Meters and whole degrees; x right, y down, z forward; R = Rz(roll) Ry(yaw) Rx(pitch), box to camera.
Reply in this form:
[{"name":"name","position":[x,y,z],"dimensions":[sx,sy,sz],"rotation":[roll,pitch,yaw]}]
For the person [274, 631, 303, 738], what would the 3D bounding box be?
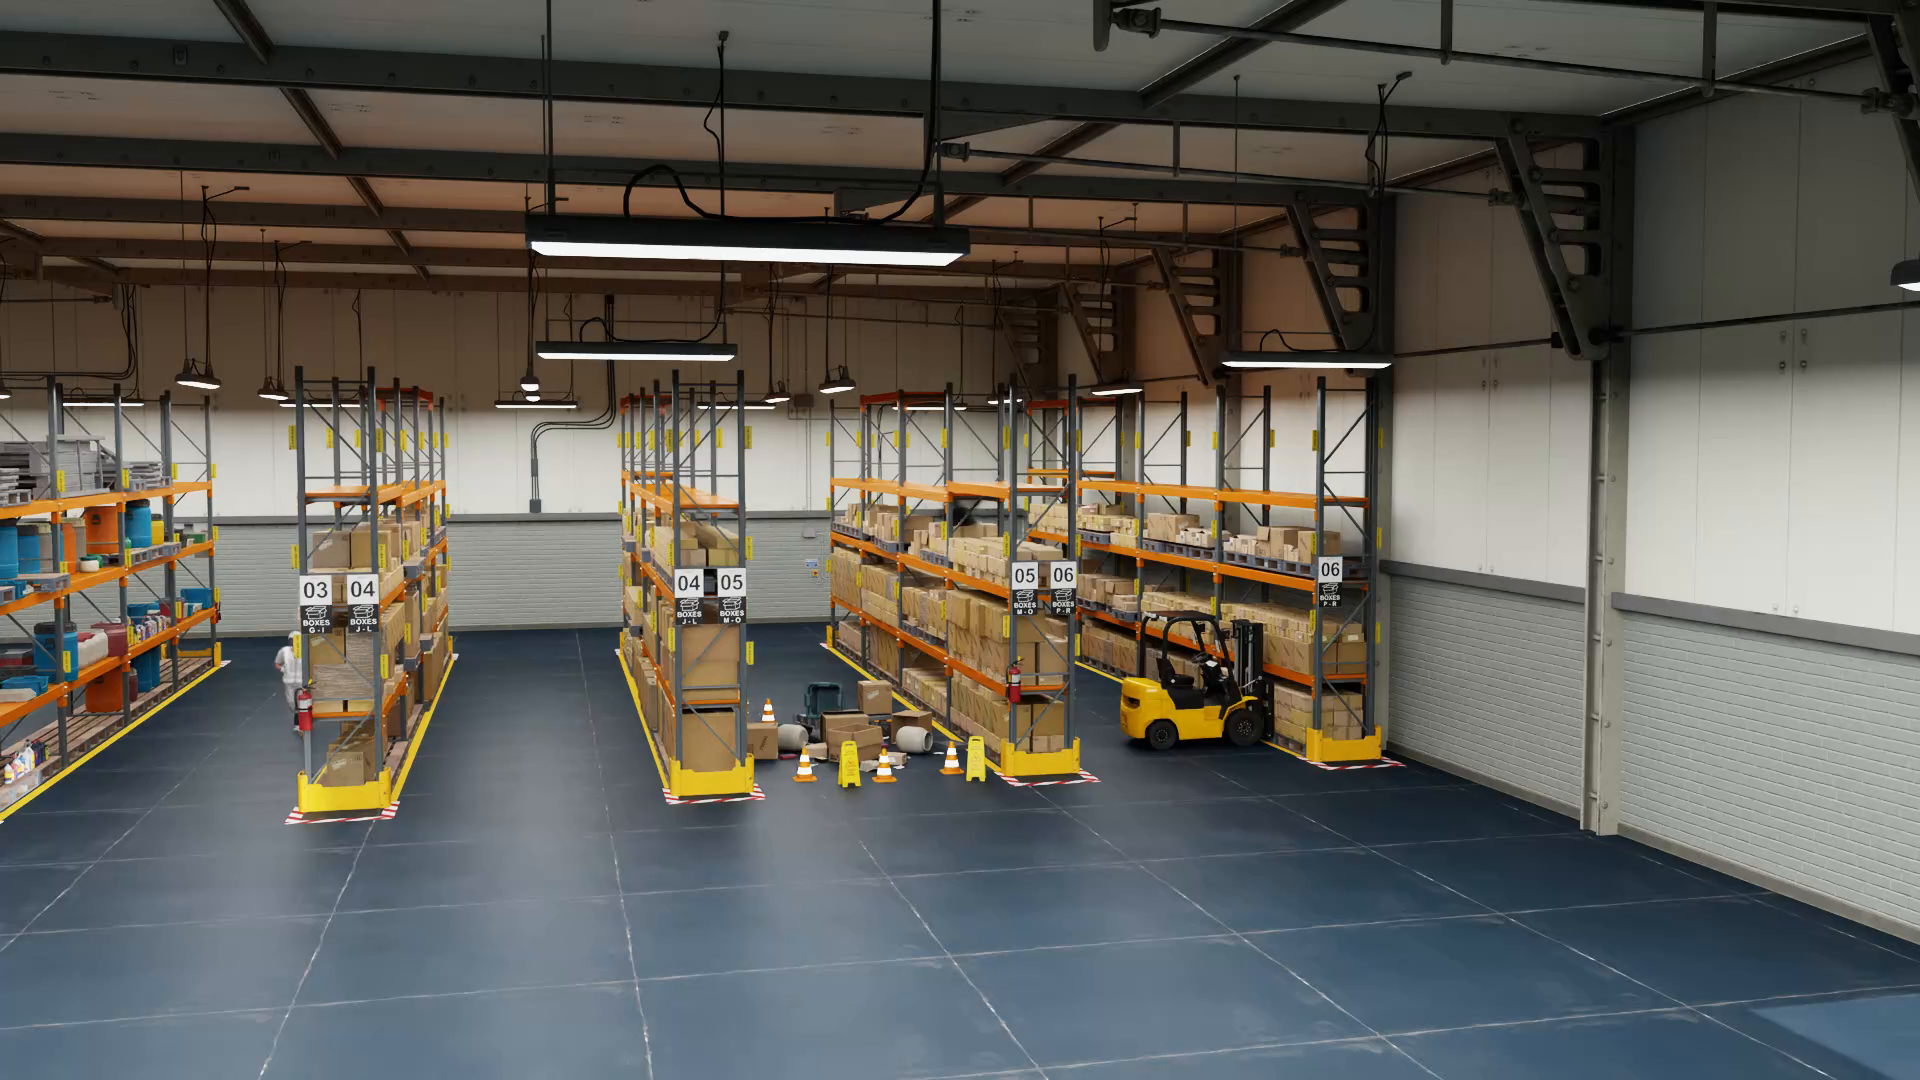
[{"name":"person","position":[-11.243,2.446,28.144],"dimensions":[0.659,1.829,0.759],"rotation":[-1,4,-14]}]
